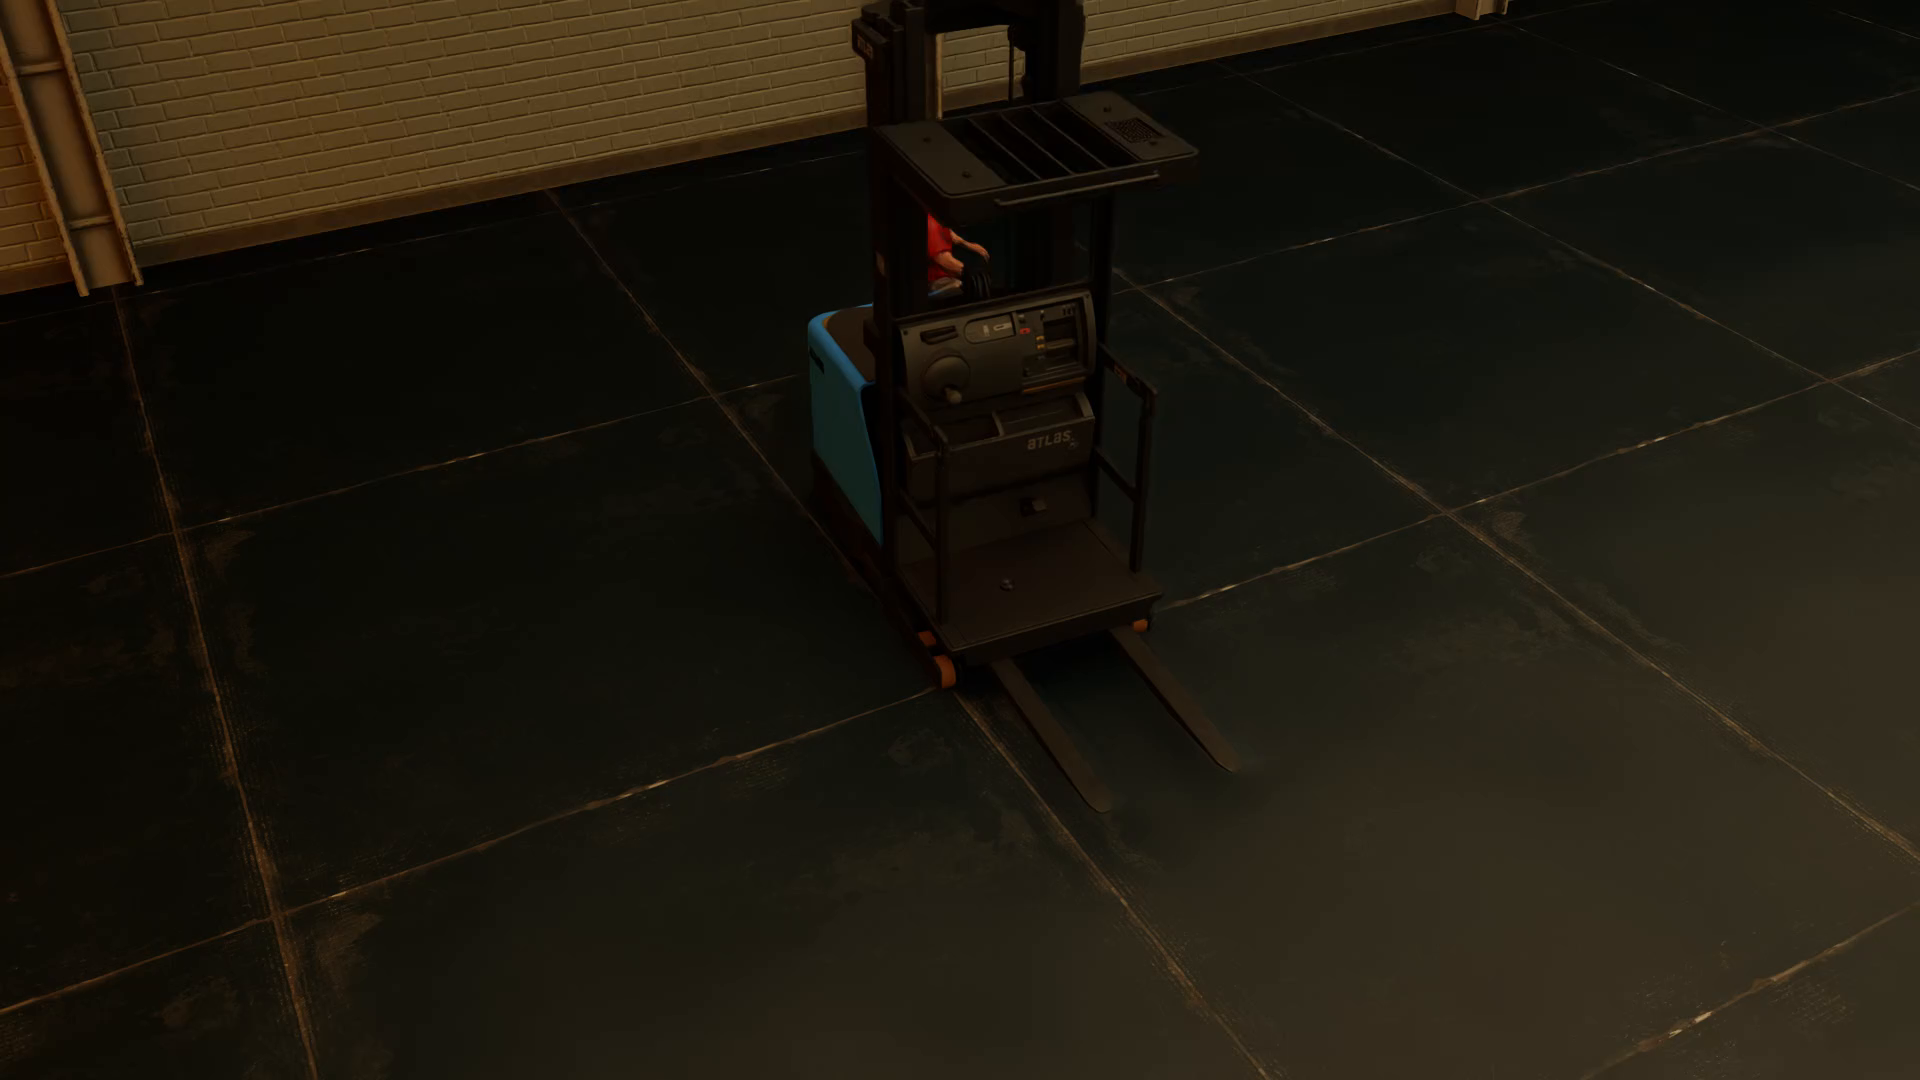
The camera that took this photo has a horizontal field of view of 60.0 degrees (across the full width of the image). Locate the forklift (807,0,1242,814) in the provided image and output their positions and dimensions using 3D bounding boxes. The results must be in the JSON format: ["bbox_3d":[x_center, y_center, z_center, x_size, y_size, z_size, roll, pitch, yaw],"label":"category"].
[{"bbox_3d":[0.265,-0.789,7.239,1.130,2.935,3.031,-14,38,-19],"label":"forklift"}]

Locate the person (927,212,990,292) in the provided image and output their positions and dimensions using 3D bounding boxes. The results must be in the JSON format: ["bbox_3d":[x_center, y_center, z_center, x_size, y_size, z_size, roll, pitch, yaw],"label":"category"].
[{"bbox_3d":[0.078,-1.491,9.537,0.856,1.525,0.793,-8,36,-11],"label":"person"}]
